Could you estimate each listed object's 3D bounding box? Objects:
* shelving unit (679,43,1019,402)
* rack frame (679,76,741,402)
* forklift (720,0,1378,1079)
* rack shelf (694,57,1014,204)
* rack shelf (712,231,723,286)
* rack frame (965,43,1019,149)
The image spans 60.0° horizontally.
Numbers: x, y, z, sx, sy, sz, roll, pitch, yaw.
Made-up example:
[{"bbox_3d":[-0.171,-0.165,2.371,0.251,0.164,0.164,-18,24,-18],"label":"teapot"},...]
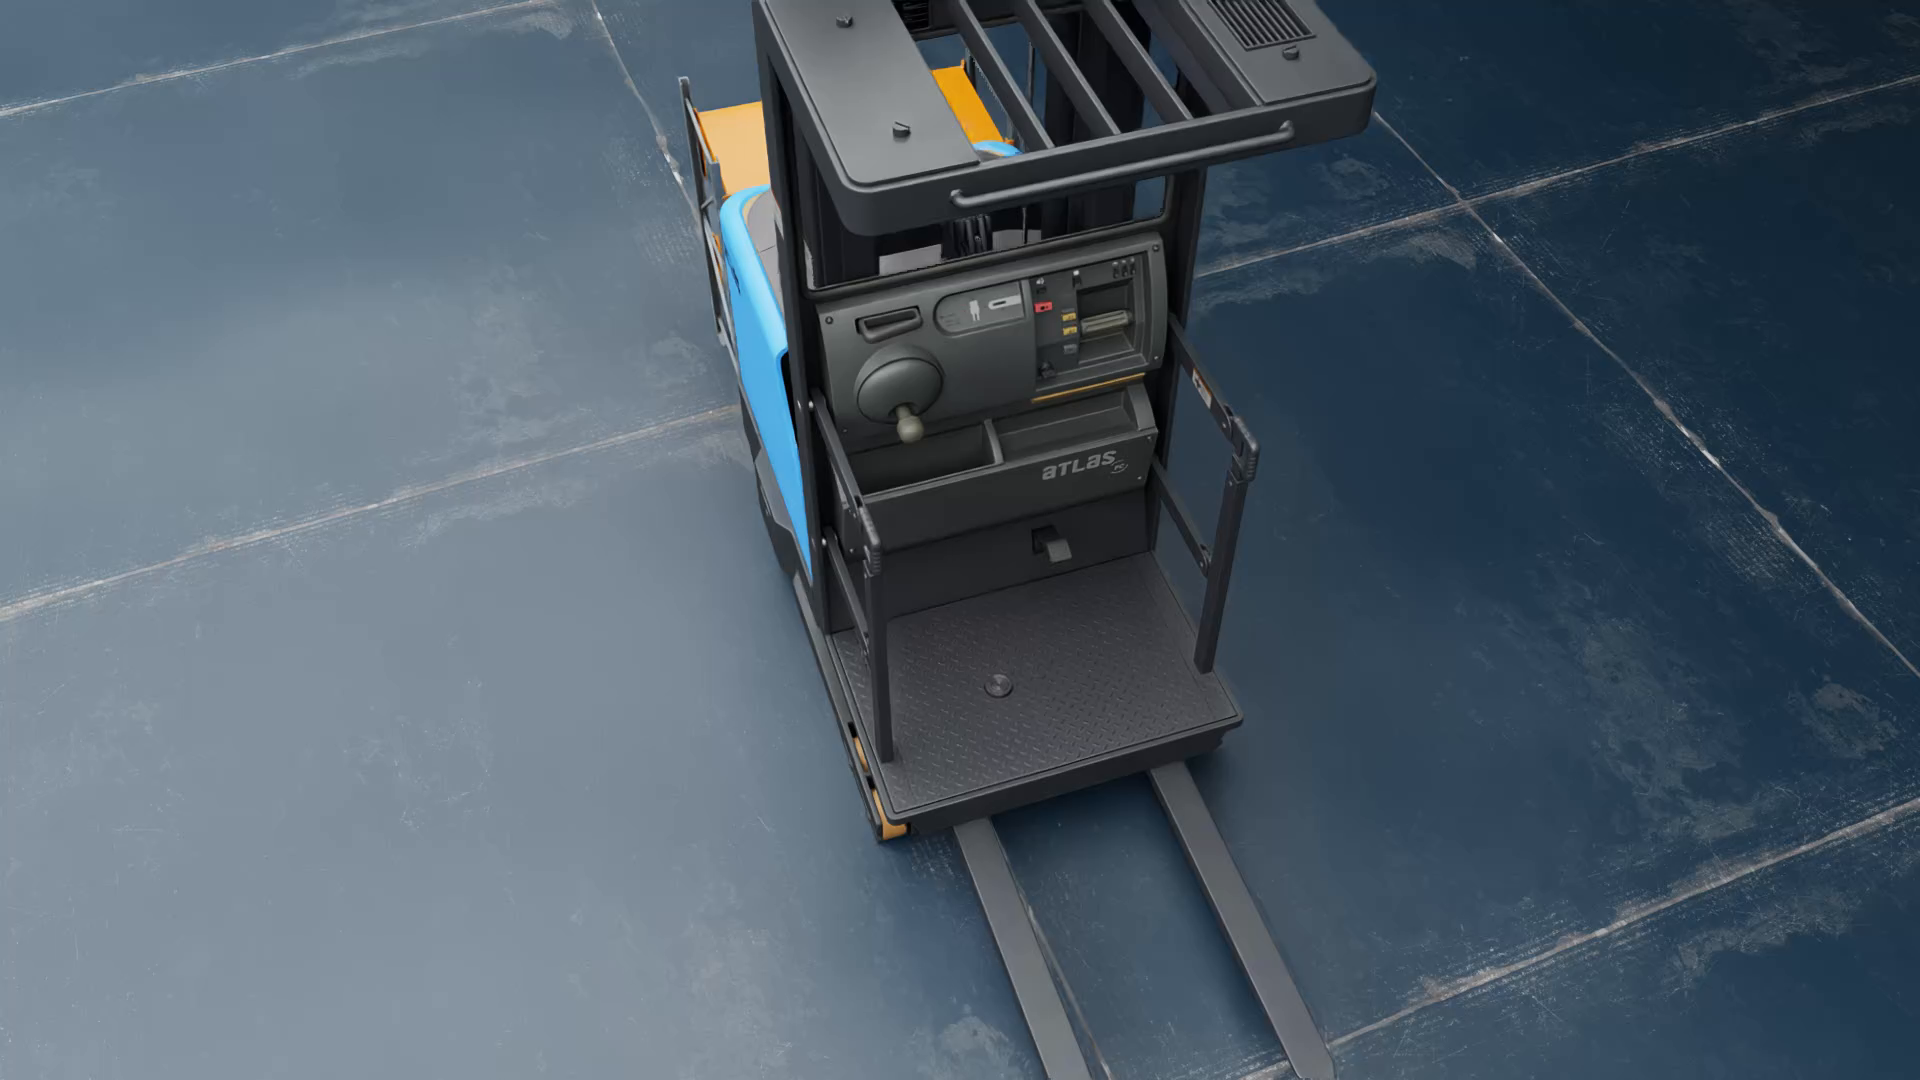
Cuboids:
[{"bbox_3d":[-0.374,-1.134,5.982,1.048,1.125,0.538,-14,51,-12],"label":"shelving unit"},{"bbox_3d":[-0.858,-1.014,5.880,0.032,1.125,0.500,-14,51,-12],"label":"rack frame"},{"bbox_3d":[0.169,-0.416,4.175,1.130,2.935,3.031,-14,51,-12],"label":"forklift"},{"bbox_3d":[-0.374,-1.324,5.760,1.000,0.278,0.538,-14,51,-12],"label":"rack shelf"},{"bbox_3d":[-0.374,-0.974,6.168,1.000,0.278,0.538,-14,51,-12],"label":"rack shelf"},{"bbox_3d":[0.109,-1.253,6.085,0.032,1.125,0.500,-14,51,-12],"label":"rack frame"}]
